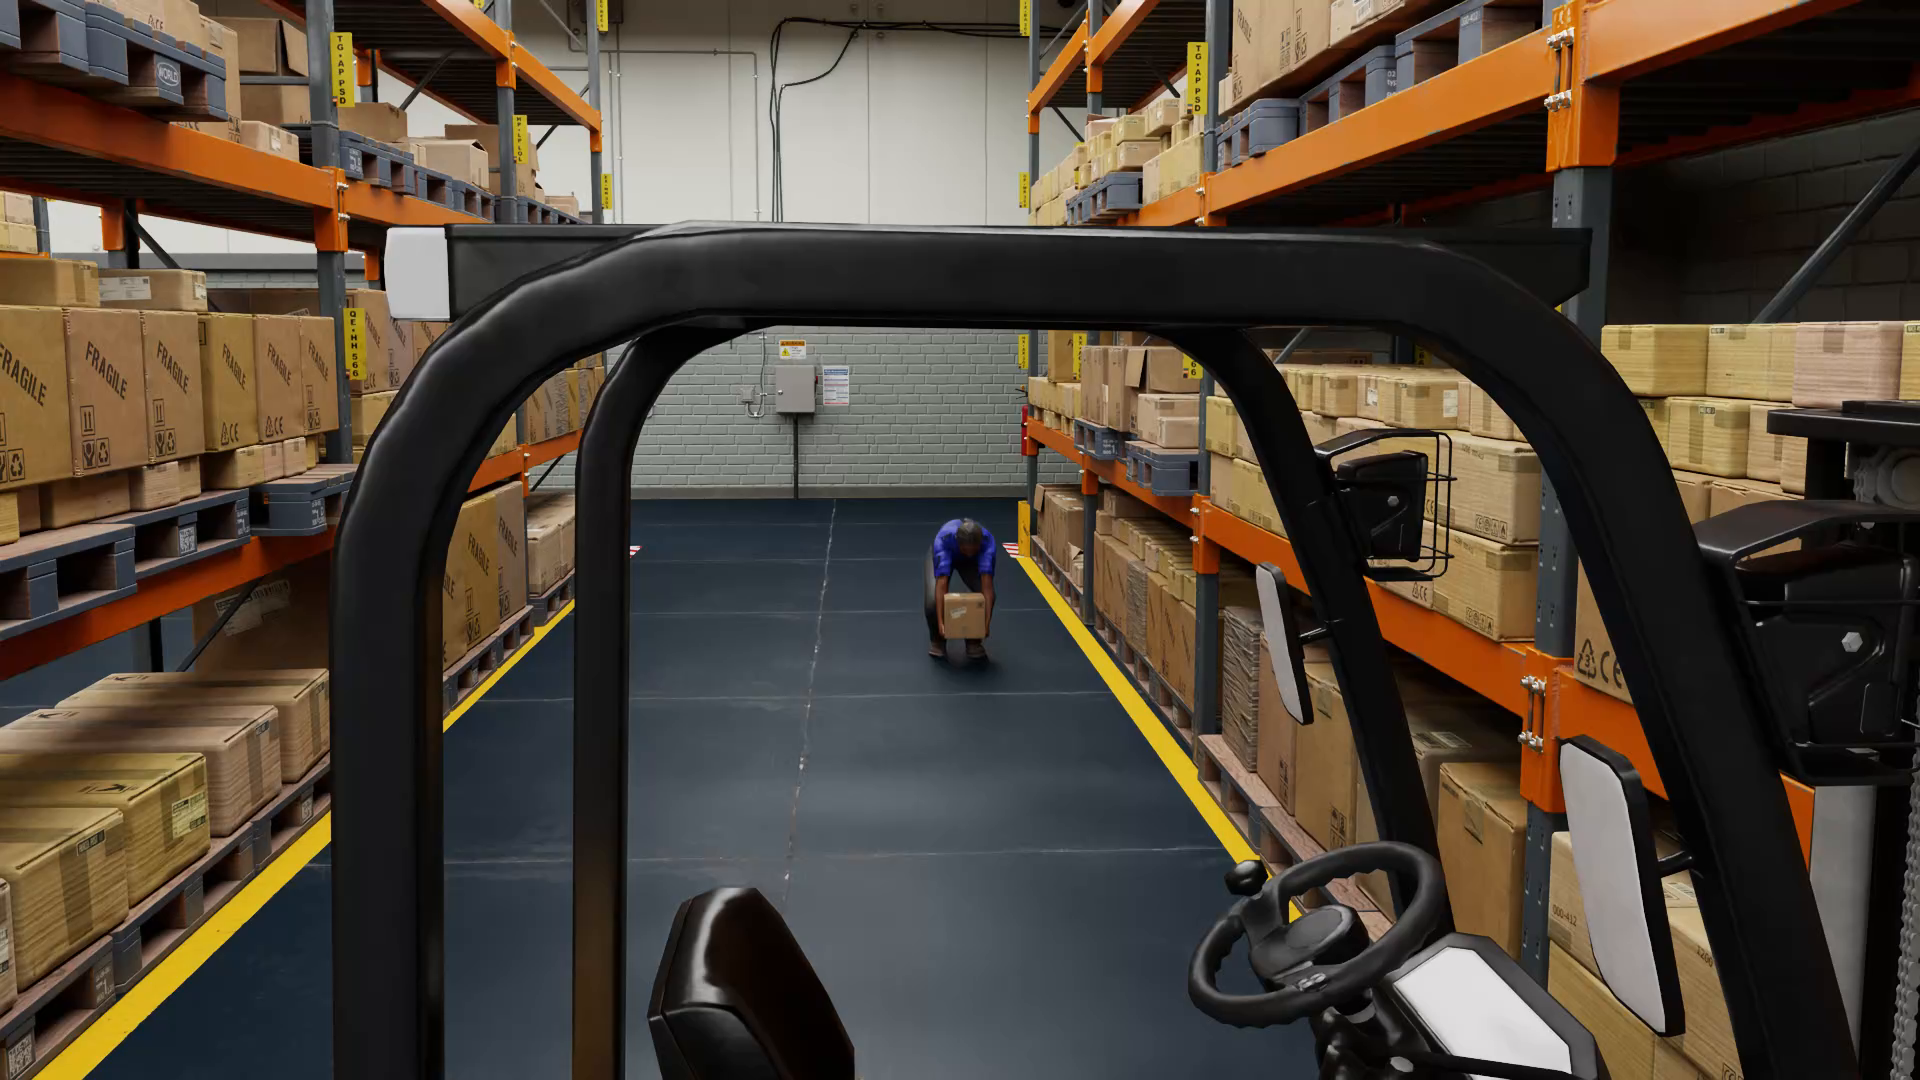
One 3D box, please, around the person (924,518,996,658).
[{"bbox_3d":[0.000,0.303,10.746,0.459,0.947,0.867,-1,7,-6],"label":"person"}]
